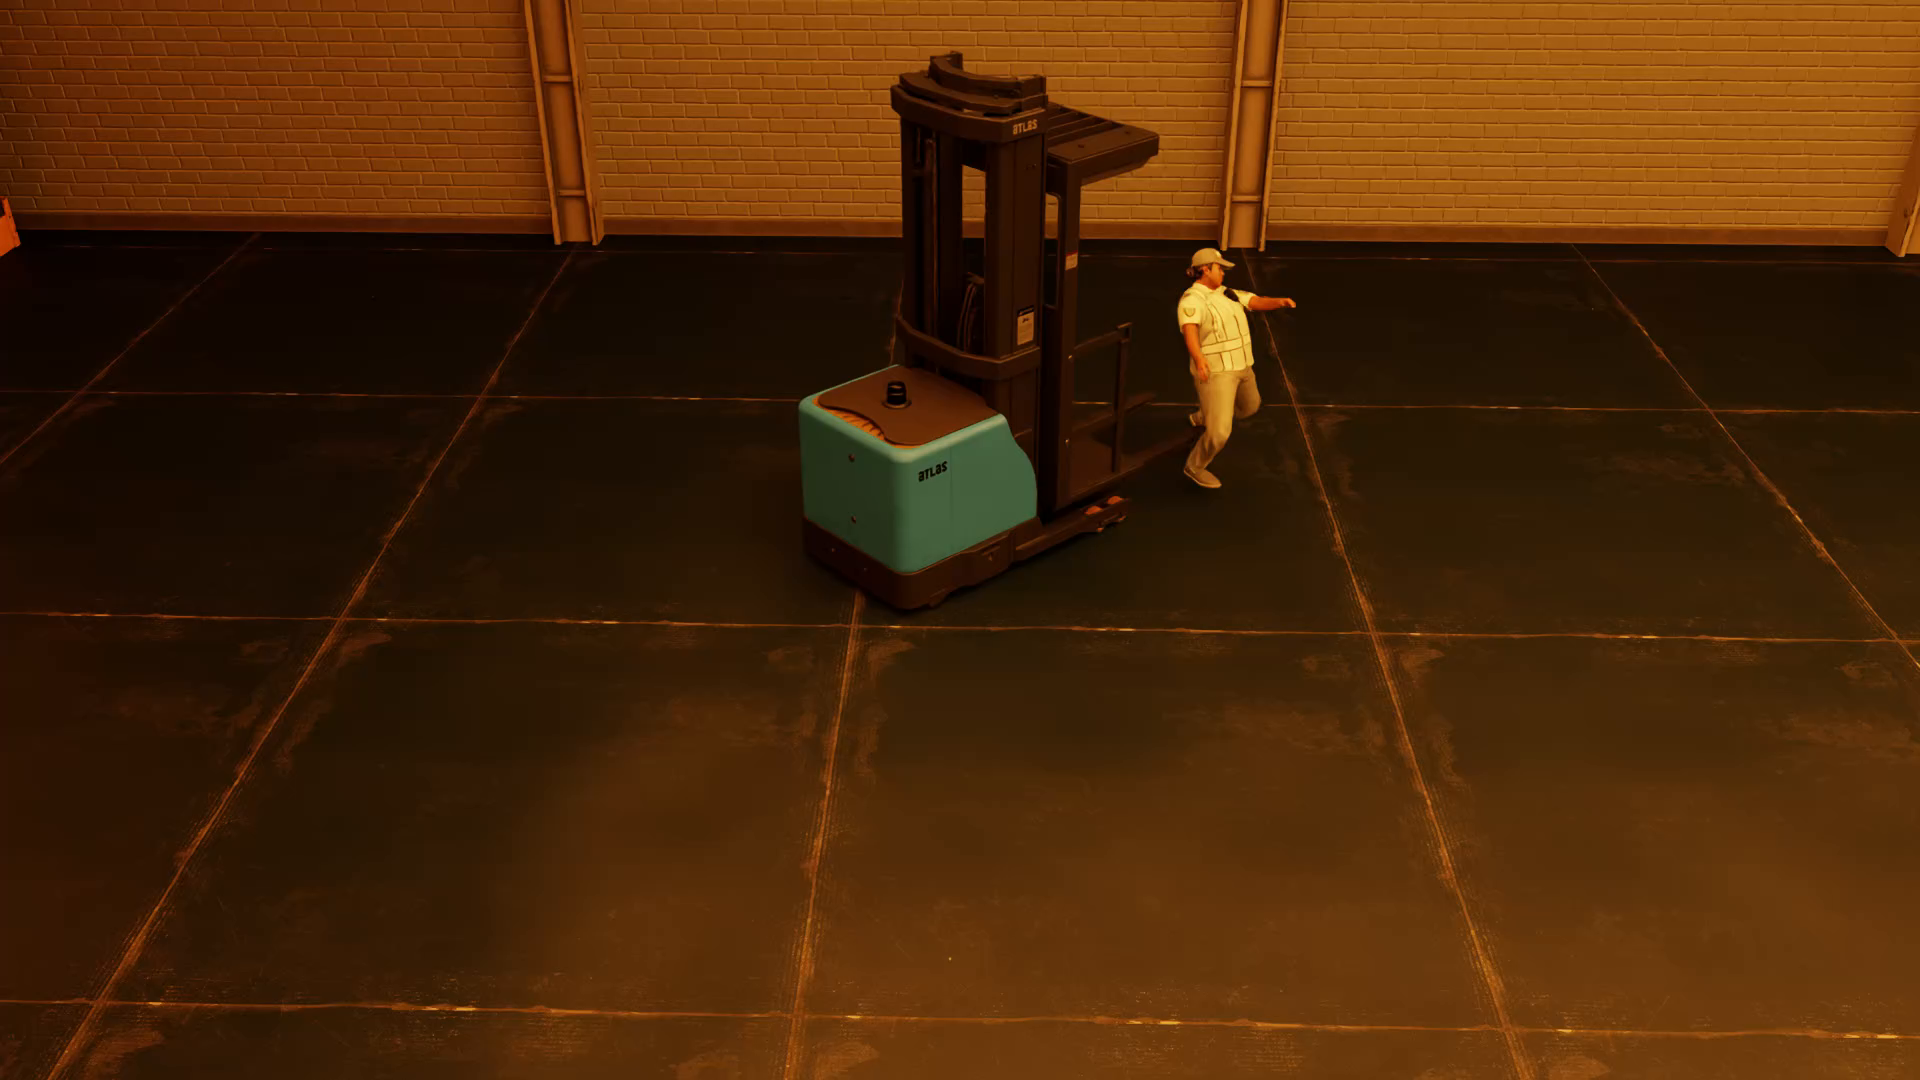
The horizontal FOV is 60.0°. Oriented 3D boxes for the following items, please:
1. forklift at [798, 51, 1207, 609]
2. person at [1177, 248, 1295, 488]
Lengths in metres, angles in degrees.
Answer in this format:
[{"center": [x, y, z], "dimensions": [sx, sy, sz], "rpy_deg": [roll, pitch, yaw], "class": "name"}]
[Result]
[{"center": [0.459, -1.486, 10.135], "dimensions": [3.031, 2.935, 1.130], "rpy_deg": [-25, 38, -35], "class": "forklift"}, {"center": [1.675, -1.065, 10.673], "dimensions": [0.786, 1.442, 0.945], "rpy_deg": [19, 36, 29], "class": "person"}]
